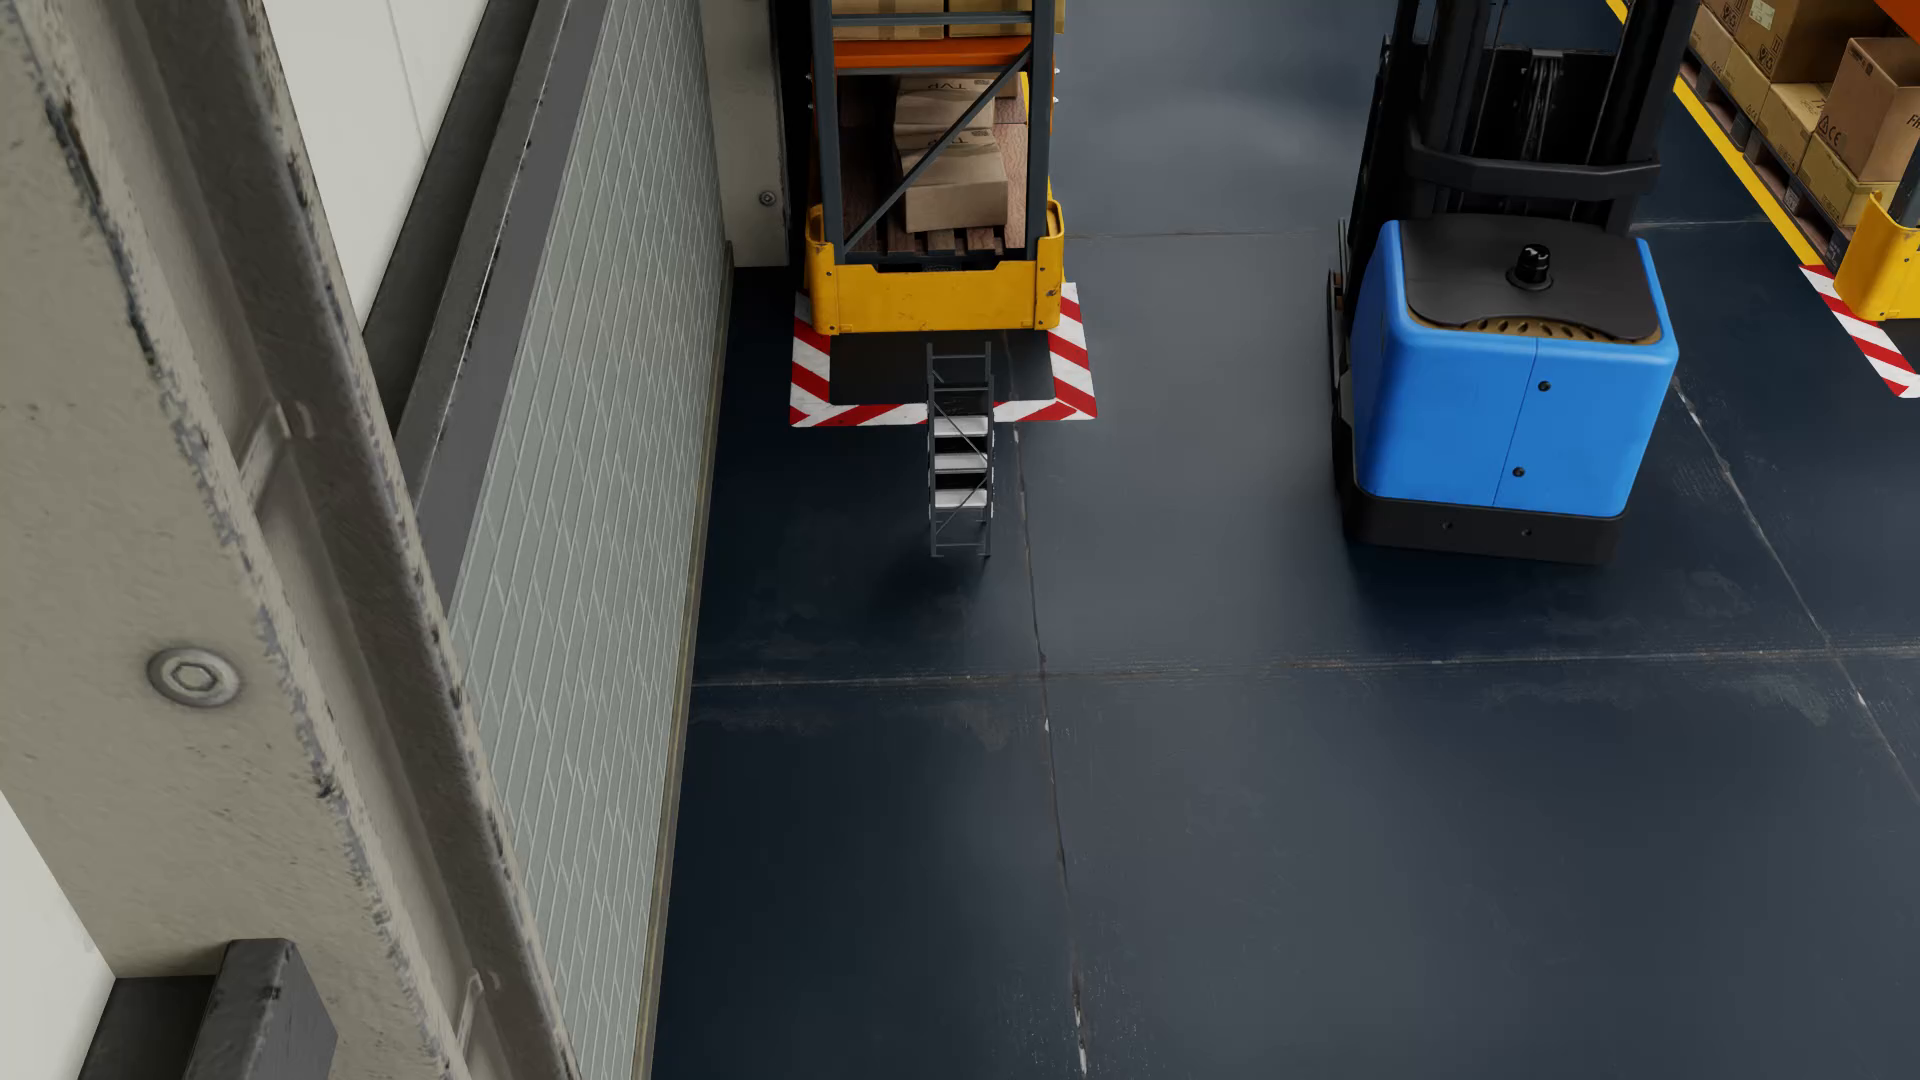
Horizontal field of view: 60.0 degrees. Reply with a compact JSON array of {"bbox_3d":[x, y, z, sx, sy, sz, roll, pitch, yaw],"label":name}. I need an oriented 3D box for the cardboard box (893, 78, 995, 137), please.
[{"bbox_3d":[-0.077,-2.173,8.565,0.500,0.311,0.500,2,43,2],"label":"cardboard box"}]

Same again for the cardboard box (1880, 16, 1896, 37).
[{"bbox_3d":[4.978,-2.752,8.702,0.500,0.500,0.500,-2,43,-2],"label":"cardboard box"}]

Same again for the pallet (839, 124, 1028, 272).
[{"bbox_3d":[-0.116,-1.720,8.470,1.003,0.211,1.213,-2,43,-2],"label":"pallet"}]

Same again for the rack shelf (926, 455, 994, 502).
[{"bbox_3d":[0.000,-0.246,6.535,0.258,0.077,0.200,-2,43,-2],"label":"rack shelf"}]

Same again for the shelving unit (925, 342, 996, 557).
[{"bbox_3d":[0.000,-0.337,6.452,0.258,0.900,0.210,-2,43,-2],"label":"shelving unit"}]

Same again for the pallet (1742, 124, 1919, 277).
[{"bbox_3d":[4.761,-1.779,8.534,1.003,0.211,1.213,-2,43,-2],"label":"pallet"}]

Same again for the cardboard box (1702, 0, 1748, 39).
[{"bbox_3d":[4.438,-3.075,9.054,0.500,0.500,0.500,-2,43,-2],"label":"cardboard box"}]

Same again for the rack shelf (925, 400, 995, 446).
[{"bbox_3d":[0.000,-0.445,6.353,0.258,0.077,0.200,-2,43,-2],"label":"rack shelf"}]

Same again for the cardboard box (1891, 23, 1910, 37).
[{"bbox_3d":[5.012,-2.415,8.334,0.500,0.500,0.500,-2,43,-2],"label":"cardboard box"}]

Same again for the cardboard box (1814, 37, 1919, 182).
[{"bbox_3d":[4.516,-2.063,7.950,0.500,0.500,0.500,-2,43,-2],"label":"cardboard box"}]

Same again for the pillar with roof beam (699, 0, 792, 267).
[{"bbox_3d":[3.294,-4.930,5.469,9.100,9.000,0.400,-2,43,-2],"label":"pillar with roof beam"}]

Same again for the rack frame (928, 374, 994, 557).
[{"bbox_3d":[0.004,-0.269,6.377,0.240,0.900,0.006,-2,43,-2],"label":"rack frame"}]

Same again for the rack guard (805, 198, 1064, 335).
[{"bbox_3d":[-0.117,-1.277,7.773,1.175,0.500,0.348,-2,43,-2],"label":"rack guard"}]

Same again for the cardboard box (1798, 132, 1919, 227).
[{"bbox_3d":[4.518,-1.786,8.203,0.500,0.250,0.500,-2,43,-2],"label":"cardboard box"}]

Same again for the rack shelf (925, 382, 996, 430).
[{"bbox_3d":[0.000,-0.512,6.292,0.258,0.077,0.200,-2,43,-2],"label":"rack shelf"}]

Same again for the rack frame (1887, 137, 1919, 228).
[{"bbox_3d":[4.836,-2.292,7.030,1.000,3.000,0.127,-2,43,-2],"label":"rack frame"}]

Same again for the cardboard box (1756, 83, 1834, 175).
[{"bbox_3d":[4.484,-2.124,8.571,0.500,0.250,0.500,-2,43,-2],"label":"cardboard box"}]

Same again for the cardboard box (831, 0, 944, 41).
[{"bbox_3d":[-0.327,-2.409,7.255,0.500,0.250,0.500,-1,43,-1],"label":"cardboard box"}]

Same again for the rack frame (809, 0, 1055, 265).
[{"bbox_3d":[-0.113,-2.147,6.872,1.000,3.000,0.127,-2,43,-2],"label":"rack frame"}]

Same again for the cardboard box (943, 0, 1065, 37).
[{"bbox_3d":[0.183,-2.438,7.286,0.500,0.250,0.500,-3,43,-3],"label":"cardboard box"}]

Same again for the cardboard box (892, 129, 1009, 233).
[{"bbox_3d":[-0.053,-1.788,8.145,0.500,0.311,0.500,-6,43,-7],"label":"cardboard box"}]

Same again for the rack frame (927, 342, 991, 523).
[{"bbox_3d":[-0.005,-0.406,6.527,0.240,0.900,0.006,-2,43,-2],"label":"rack frame"}]

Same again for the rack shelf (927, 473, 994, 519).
[{"bbox_3d":[0.000,-0.180,6.596,0.258,0.077,0.200,-2,43,-2],"label":"rack shelf"}]

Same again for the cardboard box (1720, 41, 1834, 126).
[{"bbox_3d":[4.461,-2.461,8.939,0.500,0.250,0.500,-2,43,-2],"label":"cardboard box"}]

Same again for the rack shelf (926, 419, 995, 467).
[{"bbox_3d":[0.000,-0.379,6.414,0.258,0.077,0.200,-2,43,-2],"label":"rack shelf"}]

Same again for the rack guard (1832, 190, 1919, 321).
[{"bbox_3d":[4.837,-1.354,7.857,1.175,0.500,0.348,-2,43,-2],"label":"rack guard"}]

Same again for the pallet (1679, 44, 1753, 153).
[{"bbox_3d":[4.713,-2.601,9.431,1.003,0.211,1.213,-2,43,-2],"label":"pallet"}]

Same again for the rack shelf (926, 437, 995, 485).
[{"bbox_3d":[0.000,-0.313,6.474,0.258,0.077,0.200,-2,43,-2],"label":"rack shelf"}]

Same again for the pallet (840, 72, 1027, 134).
[{"bbox_3d":[-0.165,-2.542,9.366,1.003,0.211,1.213,-2,43,-2],"label":"pallet"}]

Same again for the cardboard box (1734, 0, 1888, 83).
[{"bbox_3d":[4.458,-2.738,8.686,0.500,0.500,0.500,-2,43,-2],"label":"cardboard box"}]

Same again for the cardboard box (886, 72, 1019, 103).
[{"bbox_3d":[-0.058,-2.739,9.043,0.700,0.500,0.500,-4,43,-4],"label":"cardboard box"}]

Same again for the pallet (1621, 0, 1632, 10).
[{"bbox_3d":[4.658,-3.426,10.332,1.003,0.211,1.213,-2,43,-2],"label":"pallet"}]

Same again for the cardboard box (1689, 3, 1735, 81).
[{"bbox_3d":[4.442,-2.799,9.308,0.500,0.250,0.500,-2,43,-2],"label":"cardboard box"}]

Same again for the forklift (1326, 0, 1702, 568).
[{"bbox_3d":[2.269,-1.971,6.731,1.130,2.935,3.031,6,43,6],"label":"forklift"}]

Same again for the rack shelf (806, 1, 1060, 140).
[{"bbox_3d":[-0.198,-3.232,8.589,1.077,0.370,4.000,-2,43,-2],"label":"rack shelf"}]
